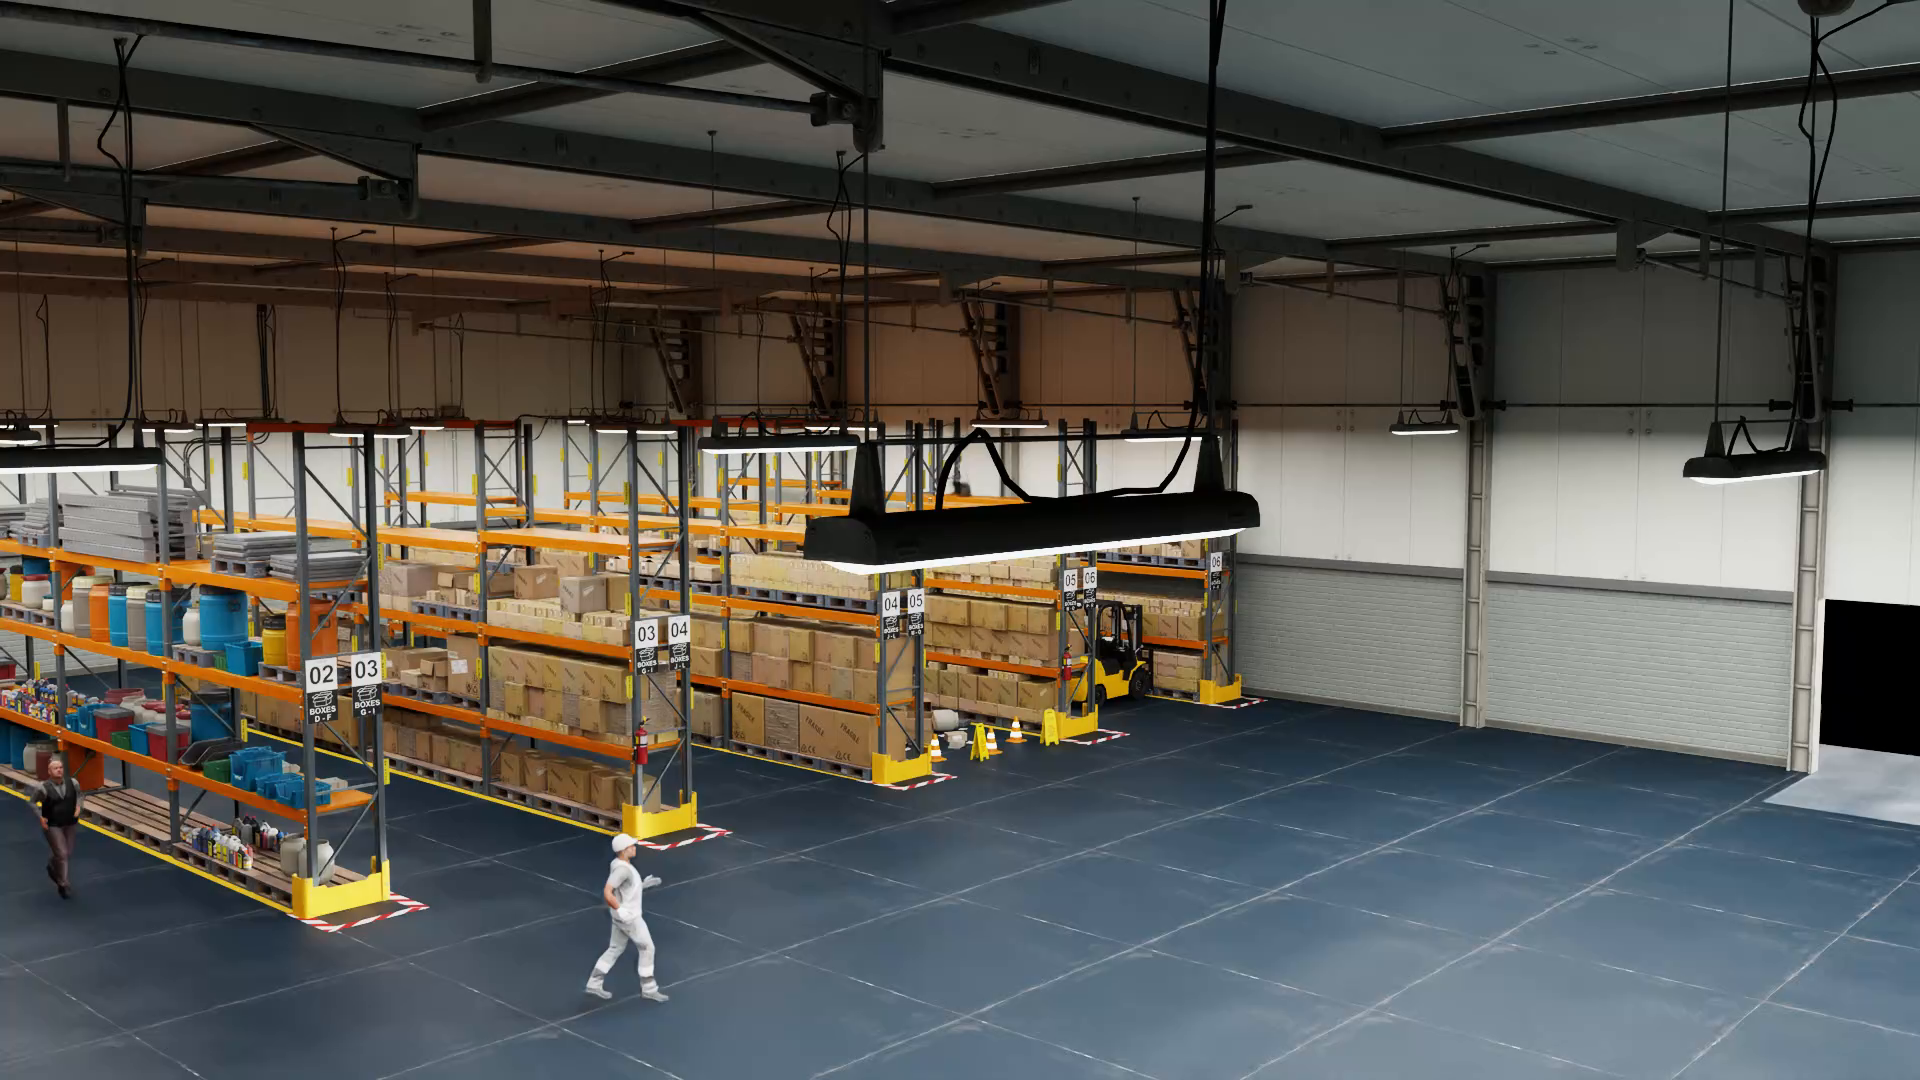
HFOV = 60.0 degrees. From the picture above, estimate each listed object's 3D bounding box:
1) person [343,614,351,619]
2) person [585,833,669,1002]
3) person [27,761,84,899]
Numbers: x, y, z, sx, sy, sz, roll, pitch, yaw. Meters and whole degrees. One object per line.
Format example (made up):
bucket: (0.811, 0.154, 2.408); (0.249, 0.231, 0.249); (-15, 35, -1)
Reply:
person: (-13.967, 2.465, 37.789); (0.605, 1.603, 0.631); (-1, 5, -12)
person: (-3.516, 3.985, 17.488); (0.856, 1.815, 0.657); (-2, 5, -23)
person: (-11.684, 3.707, 21.546); (0.827, 1.741, 0.652); (4, 6, 38)
